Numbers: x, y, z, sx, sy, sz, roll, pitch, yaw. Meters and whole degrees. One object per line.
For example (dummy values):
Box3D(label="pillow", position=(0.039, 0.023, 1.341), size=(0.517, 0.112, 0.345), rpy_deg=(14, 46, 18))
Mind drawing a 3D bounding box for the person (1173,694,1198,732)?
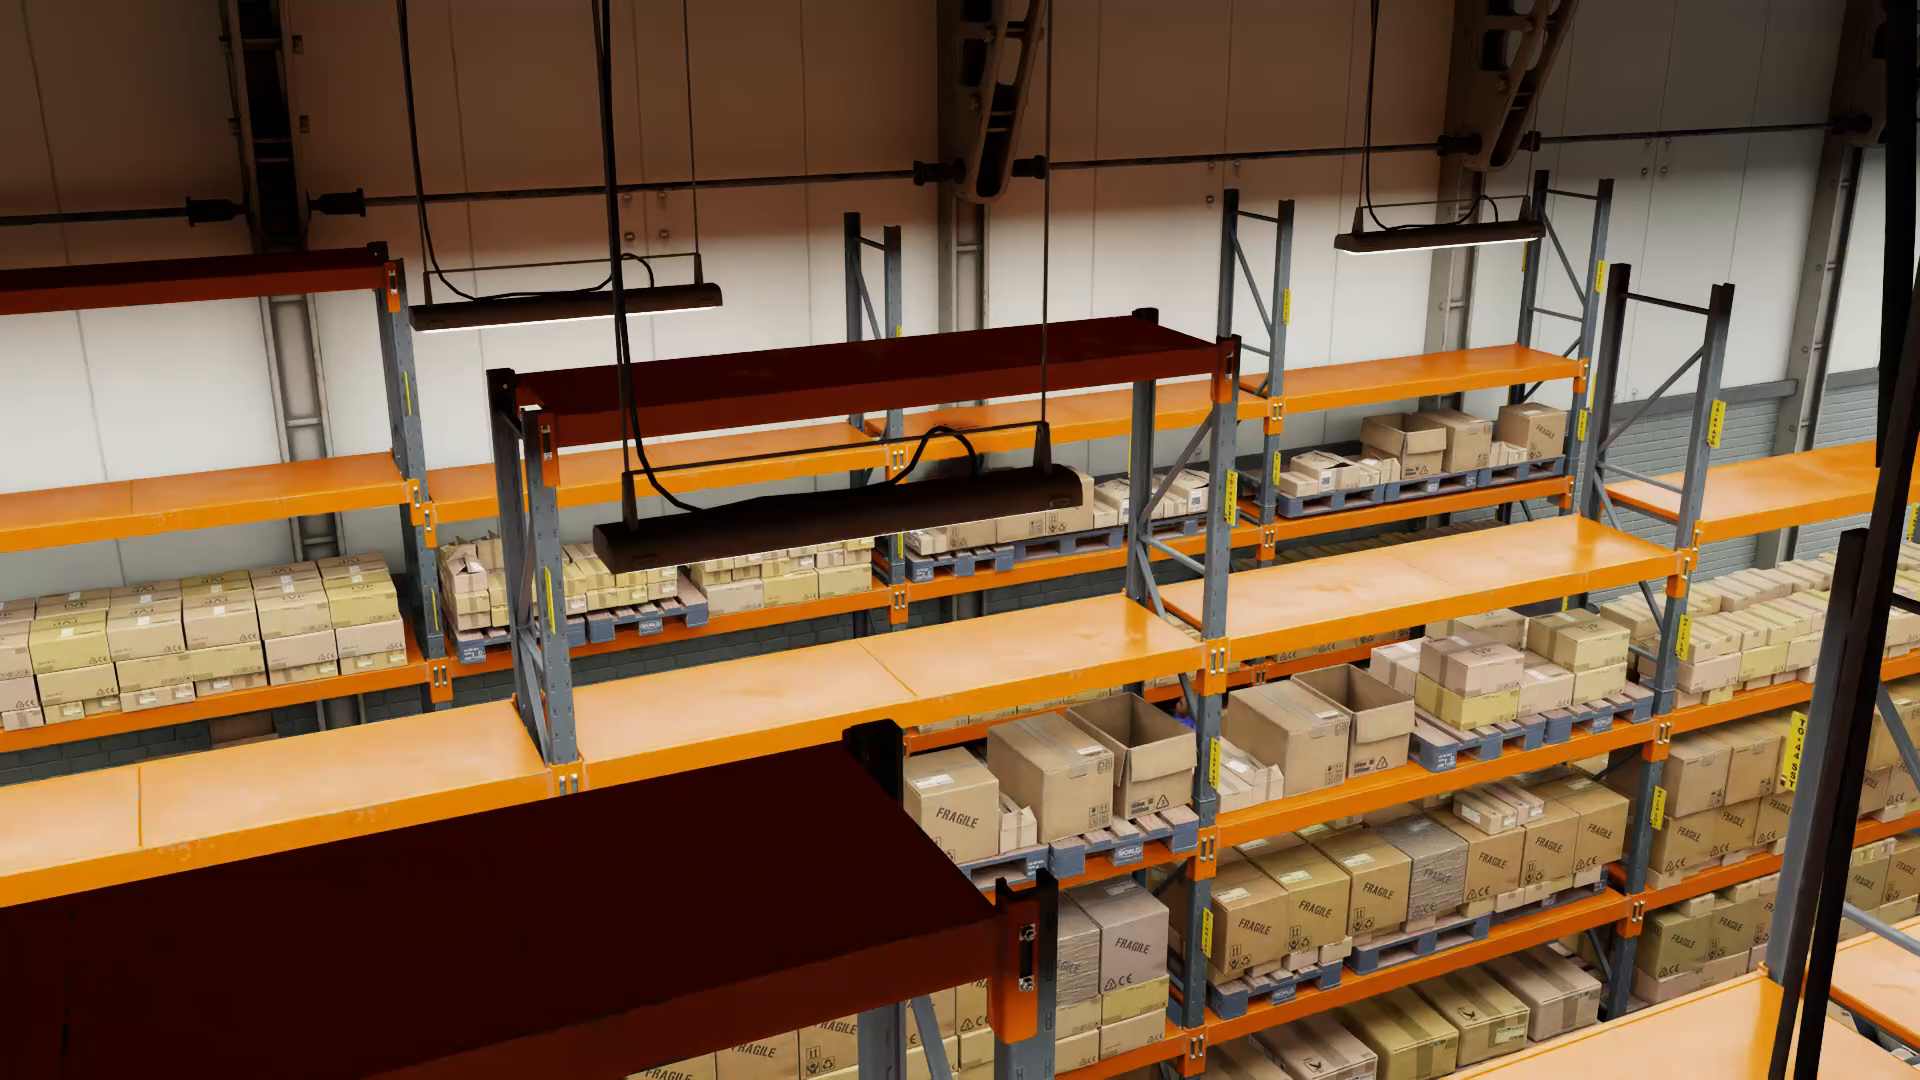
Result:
Box3D(label="person", position=(1.954, 2.186, 15.238), size=(0.738, 1.655, 0.433), rpy_deg=(-13, 23, -34))
